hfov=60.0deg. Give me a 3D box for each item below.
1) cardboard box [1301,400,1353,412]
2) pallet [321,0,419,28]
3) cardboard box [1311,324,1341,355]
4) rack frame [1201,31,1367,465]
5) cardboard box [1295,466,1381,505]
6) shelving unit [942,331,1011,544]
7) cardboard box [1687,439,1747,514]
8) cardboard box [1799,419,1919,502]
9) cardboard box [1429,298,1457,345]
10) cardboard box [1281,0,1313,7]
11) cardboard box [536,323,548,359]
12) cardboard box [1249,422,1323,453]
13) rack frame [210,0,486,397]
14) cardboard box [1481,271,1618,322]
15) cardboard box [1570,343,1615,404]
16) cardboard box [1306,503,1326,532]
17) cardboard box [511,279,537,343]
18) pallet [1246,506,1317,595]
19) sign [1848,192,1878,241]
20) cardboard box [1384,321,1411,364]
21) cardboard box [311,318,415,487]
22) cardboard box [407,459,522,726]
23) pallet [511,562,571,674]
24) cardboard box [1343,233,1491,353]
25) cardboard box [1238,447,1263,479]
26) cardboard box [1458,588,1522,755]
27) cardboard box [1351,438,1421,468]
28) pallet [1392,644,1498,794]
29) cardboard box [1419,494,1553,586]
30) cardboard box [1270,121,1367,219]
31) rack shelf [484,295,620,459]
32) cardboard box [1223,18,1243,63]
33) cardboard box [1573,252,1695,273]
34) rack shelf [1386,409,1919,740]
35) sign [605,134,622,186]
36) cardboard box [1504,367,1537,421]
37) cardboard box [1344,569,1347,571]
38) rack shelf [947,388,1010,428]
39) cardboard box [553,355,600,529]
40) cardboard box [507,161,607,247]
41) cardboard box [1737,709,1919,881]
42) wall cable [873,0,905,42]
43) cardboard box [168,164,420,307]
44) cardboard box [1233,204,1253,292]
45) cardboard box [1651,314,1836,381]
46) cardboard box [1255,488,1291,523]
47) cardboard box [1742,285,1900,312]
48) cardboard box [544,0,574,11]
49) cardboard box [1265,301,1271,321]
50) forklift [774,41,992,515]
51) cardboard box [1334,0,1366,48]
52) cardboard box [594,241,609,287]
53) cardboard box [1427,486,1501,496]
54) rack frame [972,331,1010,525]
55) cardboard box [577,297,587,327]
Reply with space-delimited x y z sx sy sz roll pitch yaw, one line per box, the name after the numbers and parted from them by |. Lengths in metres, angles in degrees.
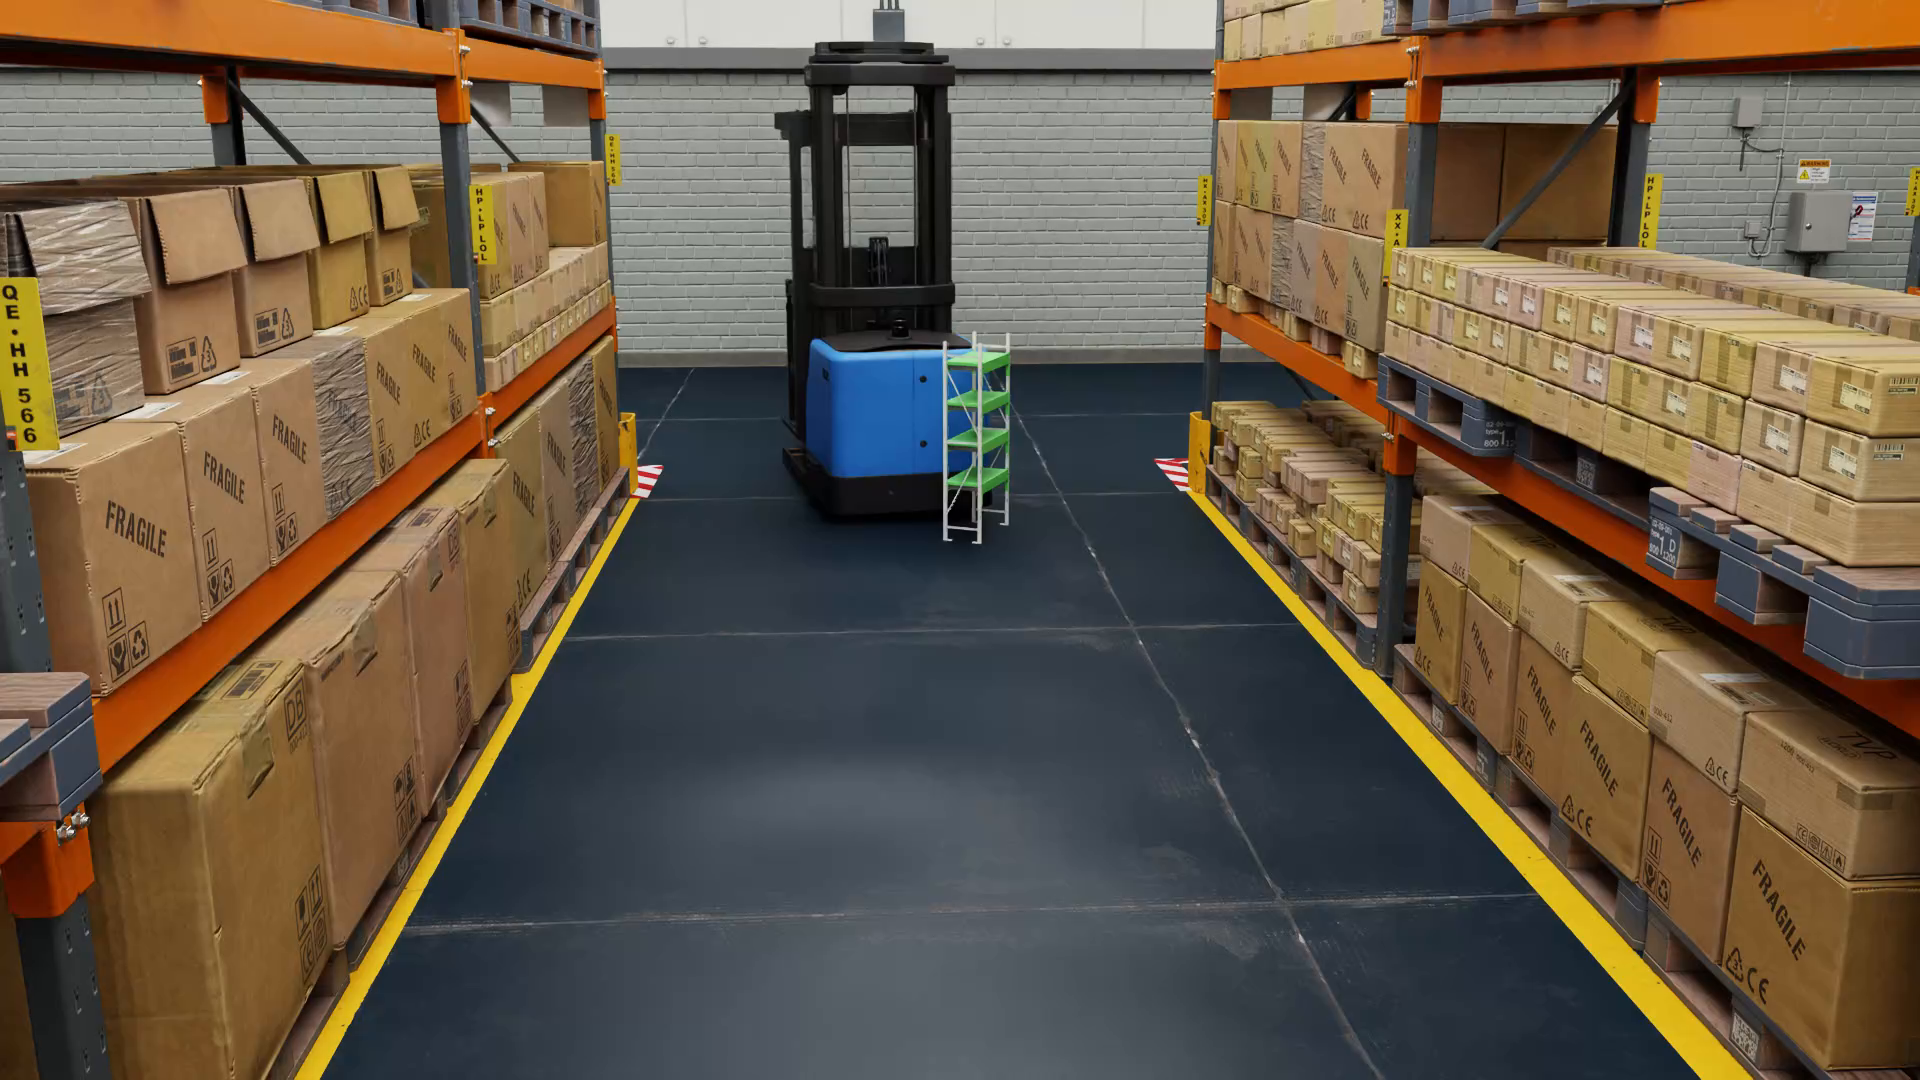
2.448 -0.818 10.871 0.380 0.149 0.250 -1 14 -3 | cardboard box
-2.441 -1.922 5.839 0.805 0.209 1.217 -1 15 -6 | pallet
2.039 -1.047 8.581 0.380 0.149 0.250 -2 15 -6 | cardboard box
2.162 -1.835 11.139 1.000 3.000 0.127 -1 14 -3 | rack frame
2.003 -0.292 8.826 0.380 0.149 0.250 -2 15 -6 | cardboard box
0.102 -0.627 10.056 0.258 1.200 0.503 5 15 20 | shelving unit
2.138 -0.168 4.323 0.380 0.149 0.250 -1 14 -2 | cardboard box
2.172 -0.187 3.798 0.380 0.149 0.250 -1 14 -2 | cardboard box
2.009 -0.832 6.306 0.380 0.149 0.250 -1 14 -2 | cardboard box
2.015 -2.963 8.799 0.500 0.250 0.500 -1 14 -6 | cardboard box
-2.301 -1.006 8.419 0.380 0.149 0.250 -1 14 -4 | cardboard box
1.978 -0.619 10.095 0.380 0.149 0.250 -2 15 -6 | cardboard box
-2.547 -0.789 7.072 1.000 3.000 0.127 -1 14 -3 | rack frame
2.041 -0.846 5.763 0.380 0.149 0.250 -1 14 -4 | cardboard box
2.090 -0.508 5.045 0.380 0.149 0.250 -1 14 -2 | cardboard box
2.057 -0.141 8.836 0.380 0.149 0.250 -1 14 -2 | cardboard box
-2.341 -1.105 8.005 0.500 0.250 0.500 -1 14 -4 | cardboard box
2.254 0.040 9.449 1.003 0.211 1.213 -1 14 -3 | pallet
9.309 -3.348 17.209 0.329 0.494 0.001 -1 14 -3 | sign
1.975 -0.817 6.843 0.380 0.149 0.250 -2 15 -6 | cardboard box
-2.182 -0.472 5.641 0.500 0.500 0.500 -1 14 -4 | cardboard box
-2.487 0.196 6.667 1.225 0.875 0.875 -1 14 -3 | cardboard box
-2.516 0.371 8.160 1.003 0.211 1.213 -1 14 -3 | pallet
2.098 -1.149 7.673 0.500 0.500 0.500 -1 14 -3 | cardboard box
1.910 -0.474 10.129 0.380 0.149 0.250 0 14 -2 | cardboard box
2.225 0.486 6.290 0.500 0.500 0.500 0 14 -1 | cardboard box
2.479 -0.494 9.610 0.380 0.149 0.250 -1 14 -5 | cardboard box
2.459 0.704 6.867 1.003 0.211 1.213 -1 14 -3 | pallet
2.192 -0.008 6.708 0.500 0.250 0.500 -2 15 -6 | cardboard box
2.007 -2.014 9.031 0.500 0.500 0.500 -1 14 -5 | cardboard box
-2.671 -0.938 9.095 1.077 0.370 4.000 -1 14 -3 | rack shelf
1.935 -3.099 10.334 0.500 0.250 0.500 0 14 -1 | cardboard box
2.647 -1.046 6.541 0.380 0.149 0.250 -1 14 -5 | cardboard box
2.534 0.006 5.429 1.077 0.370 4.000 -1 14 -3 | rack shelf
-2.252 -2.464 10.784 0.100 0.325 0.005 -1 14 -3 | sign
2.061 -0.492 5.581 0.380 0.149 0.250 -1 14 -4 | cardboard box
2.113 0.179 8.190 0.380 0.149 0.250 0 14 -2 | cardboard box
0.102 -0.798 10.012 0.258 0.148 0.480 5 15 20 | rack shelf
-2.619 -0.574 9.658 0.875 0.875 0.875 -1 14 -3 | cardboard box
-2.502 -2.101 10.372 0.500 0.500 0.500 -1 14 -3 | cardboard box
2.353 0.633 4.217 0.500 0.250 0.500 -1 14 -5 | cardboard box
0.295 -7.706 15.463 2.277 5.999 0.120 -1 14 -3 | wall cable
-2.499 -1.164 6.318 0.797 0.503 0.637 -1 14 -5 | cardboard box
1.972 -1.779 10.123 0.500 0.500 0.500 -1 14 -3 | cardboard box
2.120 -0.524 4.511 0.380 0.149 0.250 0 14 -2 | cardboard box
1.941 -0.206 9.688 0.380 0.149 0.250 -2 15 -6 | cardboard box
2.727 -0.722 5.281 0.380 0.149 0.250 -1 14 -4 | cardboard box
-2.709 -3.408 9.988 0.700 0.500 0.500 -2 15 -7 | cardboard box
2.020 -1.367 9.824 0.380 0.149 0.250 -1 14 -4 | cardboard box
-0.659 -1.895 11.510 1.130 2.935 3.031 -4 15 -14 | forklift
2.090 -2.463 7.859 0.500 0.250 0.500 -1 14 -4 | cardboard box
-2.500 -1.739 10.468 0.500 0.250 0.500 -1 14 -4 | cardboard box
2.572 -0.172 8.358 0.380 0.149 0.250 -1 14 -4 | cardboard box
0.190 -0.684 10.276 0.240 1.200 0.015 5 15 20 | rack frame
-2.379 -1.324 9.658 0.380 0.149 0.250 -1 14 -5 | cardboard box
